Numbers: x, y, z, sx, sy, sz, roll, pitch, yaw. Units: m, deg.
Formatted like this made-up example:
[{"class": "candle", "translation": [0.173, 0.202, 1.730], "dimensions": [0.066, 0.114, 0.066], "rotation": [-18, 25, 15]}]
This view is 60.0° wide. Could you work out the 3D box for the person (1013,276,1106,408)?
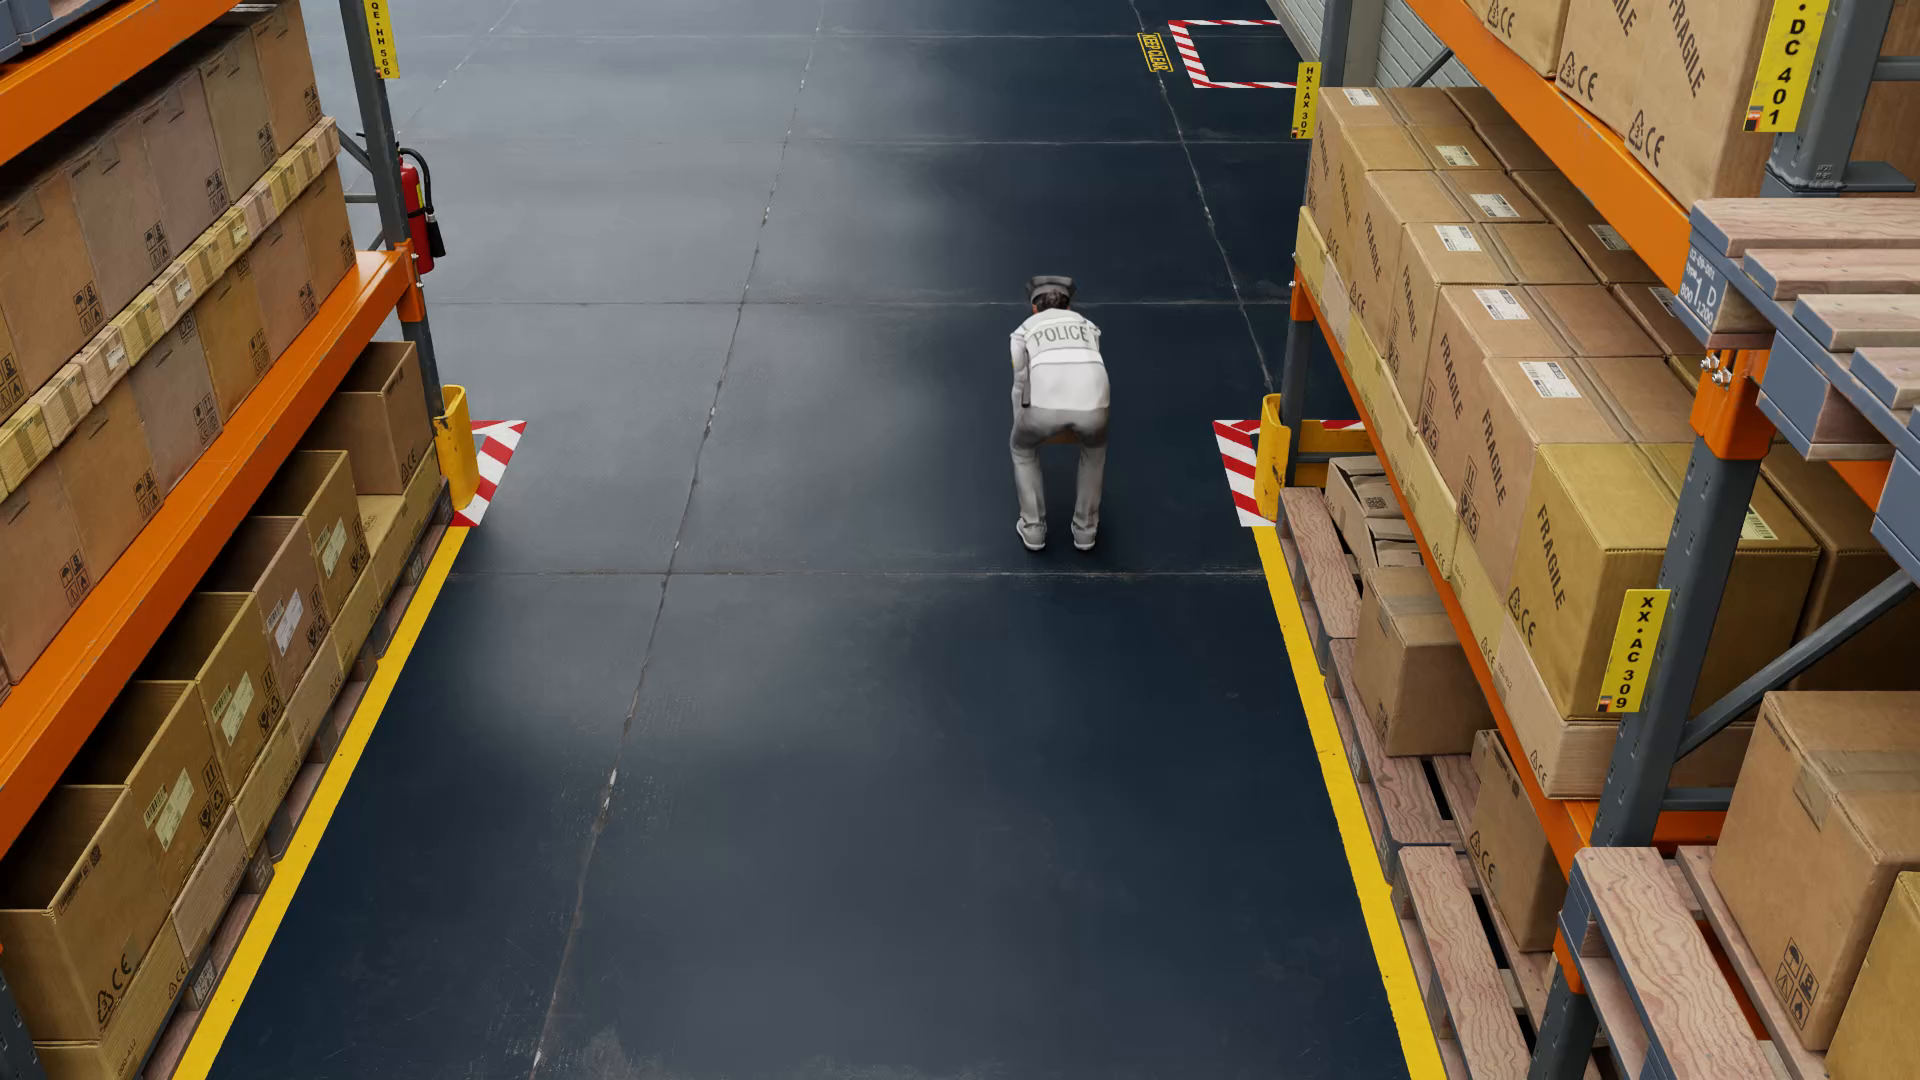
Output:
[{"class": "person", "translation": [0.434, -0.888, 7.424], "dimensions": [0.384, 0.388, 0.910], "rotation": [-2, 32, -3]}]
